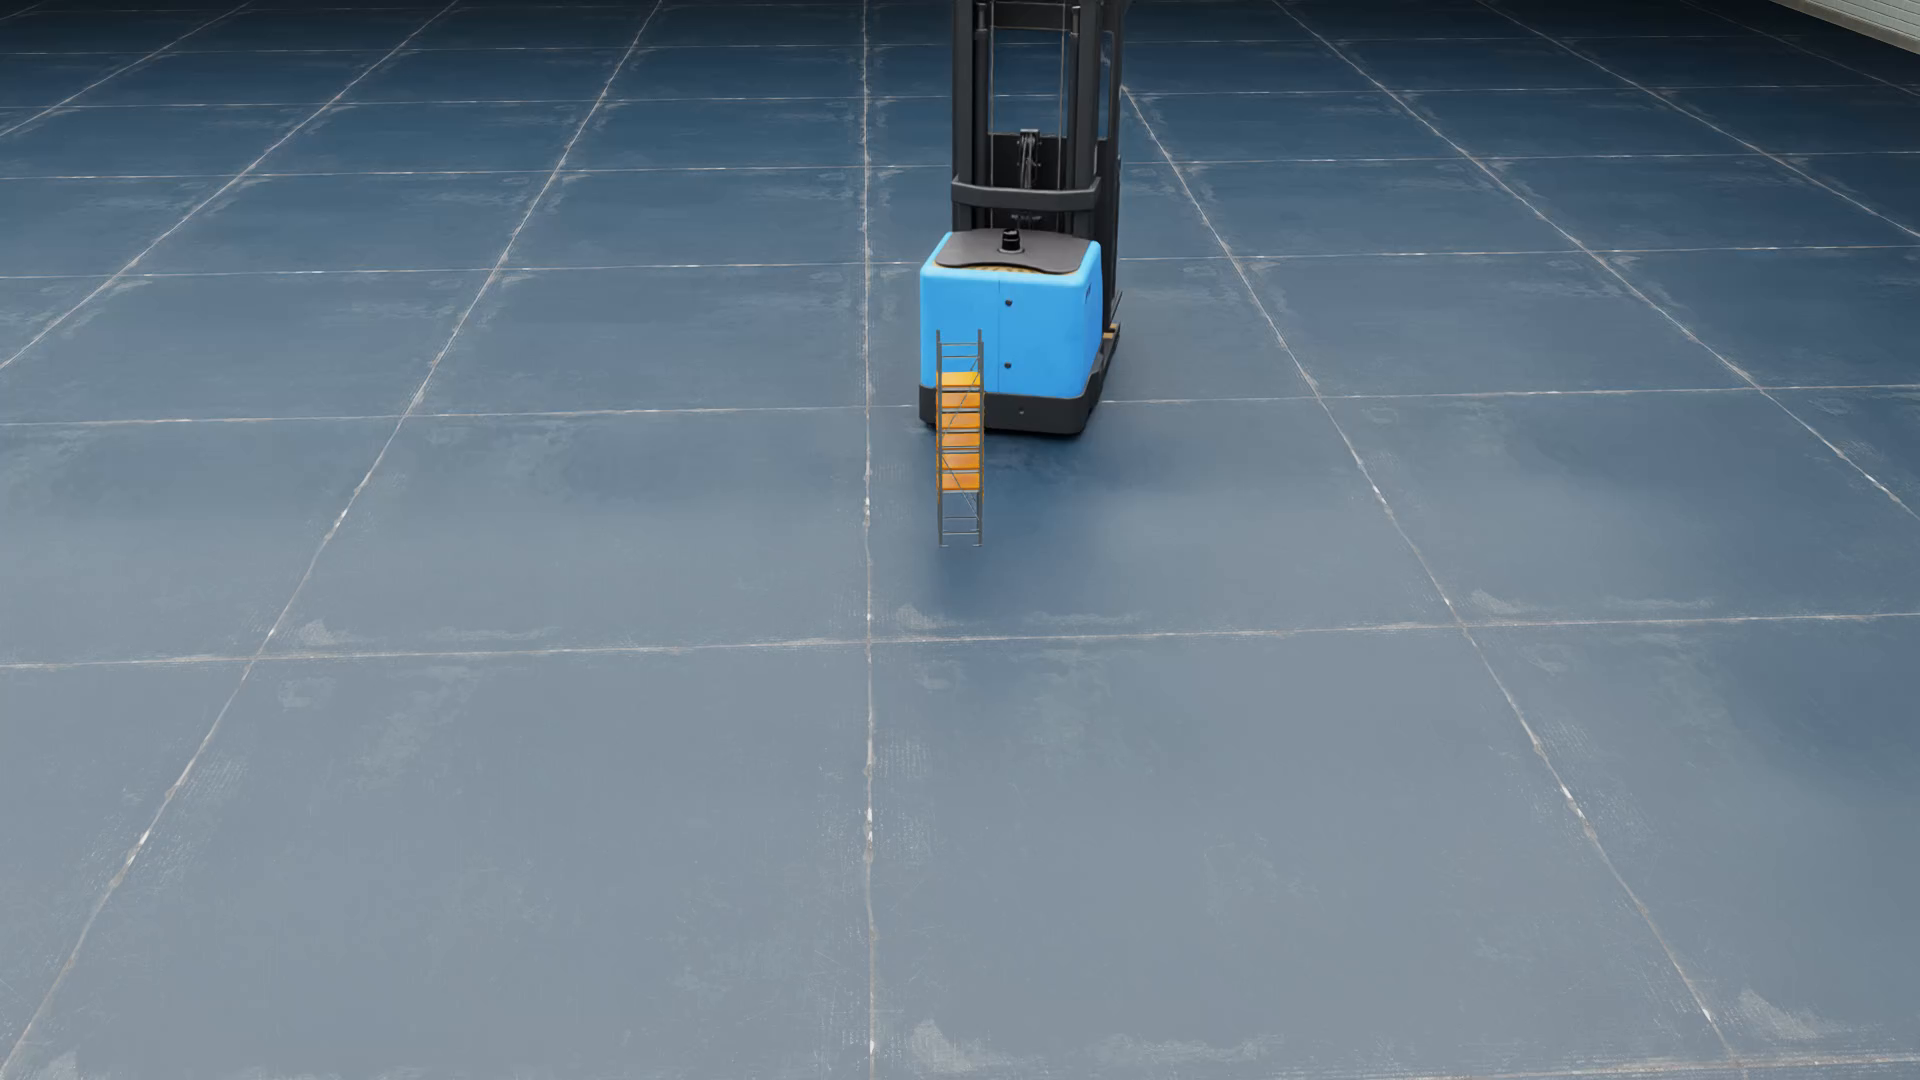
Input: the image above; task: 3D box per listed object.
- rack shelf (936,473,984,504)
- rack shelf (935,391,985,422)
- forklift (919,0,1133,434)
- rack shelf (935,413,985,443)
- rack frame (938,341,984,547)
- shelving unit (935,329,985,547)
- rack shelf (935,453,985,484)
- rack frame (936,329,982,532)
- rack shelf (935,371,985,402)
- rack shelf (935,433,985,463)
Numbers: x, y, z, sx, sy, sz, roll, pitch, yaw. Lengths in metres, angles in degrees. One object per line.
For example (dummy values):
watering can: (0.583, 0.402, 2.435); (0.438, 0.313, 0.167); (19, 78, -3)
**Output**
rack shelf: (-0.001, -0.286, 9.117); (0.258, 0.103, 0.180); (-1, 28, -3)
rack shelf: (-0.001, -0.712, 8.895); (0.258, 0.103, 0.180); (-1, 28, -3)
forklift: (0.538, -2.620, 11.104); (1.130, 2.935, 3.031); (5, 28, 10)
rack shelf: (-0.001, -0.606, 8.950); (0.258, 0.103, 0.180); (-1, 28, -3)
rack frame: (0.004, -0.496, 8.904); (0.240, 1.200, 0.006); (-1, 28, -3)
shelving unit: (-0.001, -0.539, 8.985); (0.258, 1.200, 0.189); (-1, 28, -3)
rack shelf: (-0.001, -0.393, 9.061); (0.258, 0.103, 0.180); (-1, 28, -3)
rack frame: (-0.006, -0.581, 9.066); (0.240, 1.200, 0.006); (-1, 28, -3)
rack shelf: (-0.001, -0.818, 8.839); (0.258, 0.103, 0.180); (-1, 28, -3)
rack shelf: (-0.001, -0.499, 9.006); (0.258, 0.103, 0.180); (-1, 28, -3)
